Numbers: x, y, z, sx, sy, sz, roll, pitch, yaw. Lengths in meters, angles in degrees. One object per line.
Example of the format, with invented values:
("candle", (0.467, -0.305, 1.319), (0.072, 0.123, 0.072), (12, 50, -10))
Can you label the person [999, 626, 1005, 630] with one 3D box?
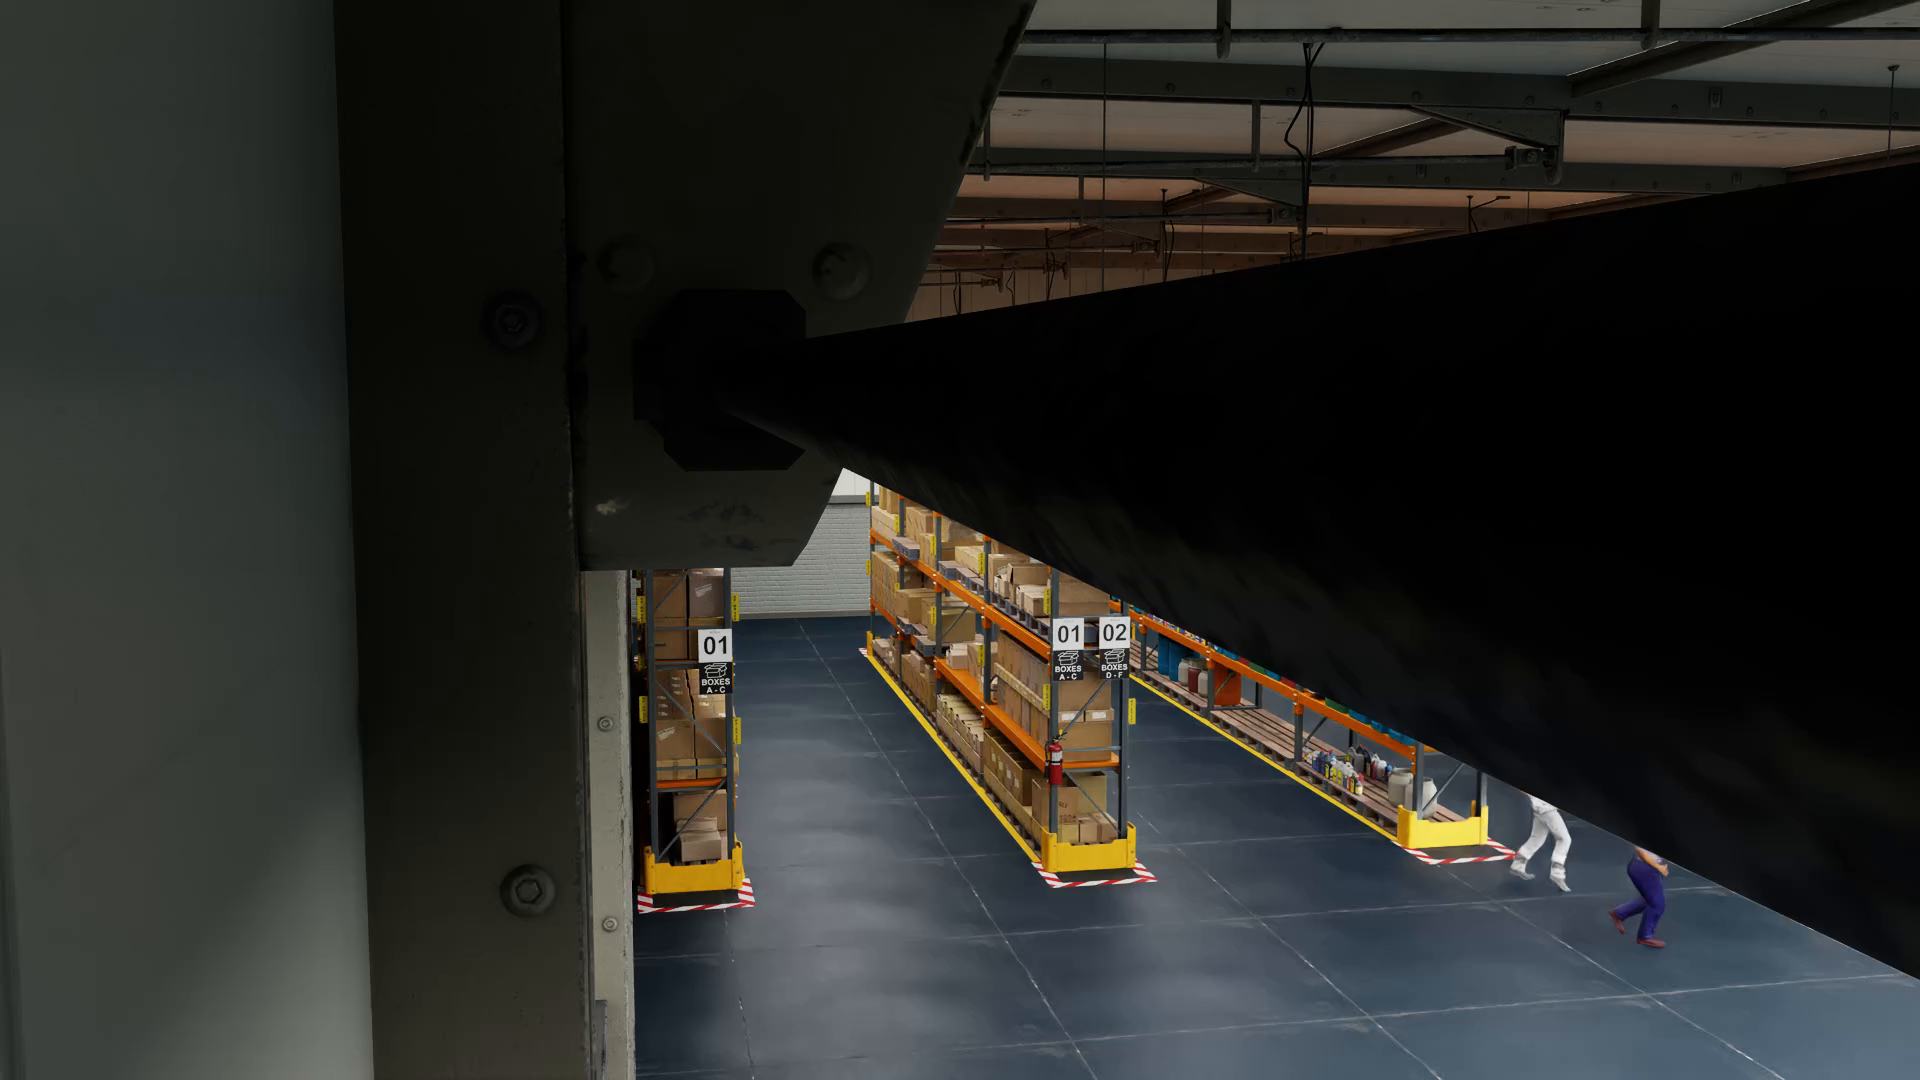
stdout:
("person", (1.083, 1.927, 33.926), (0.572, 1.694, 0.916), (-2, 6, -17))

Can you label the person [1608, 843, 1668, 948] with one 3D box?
("person", (7.450, 3.636, 18.194), (0.563, 1.616, 0.628), (1, 6, 14))

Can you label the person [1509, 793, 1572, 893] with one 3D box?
("person", (7.122, 3.329, 20.323), (0.724, 1.827, 0.674), (2, 6, 19))
